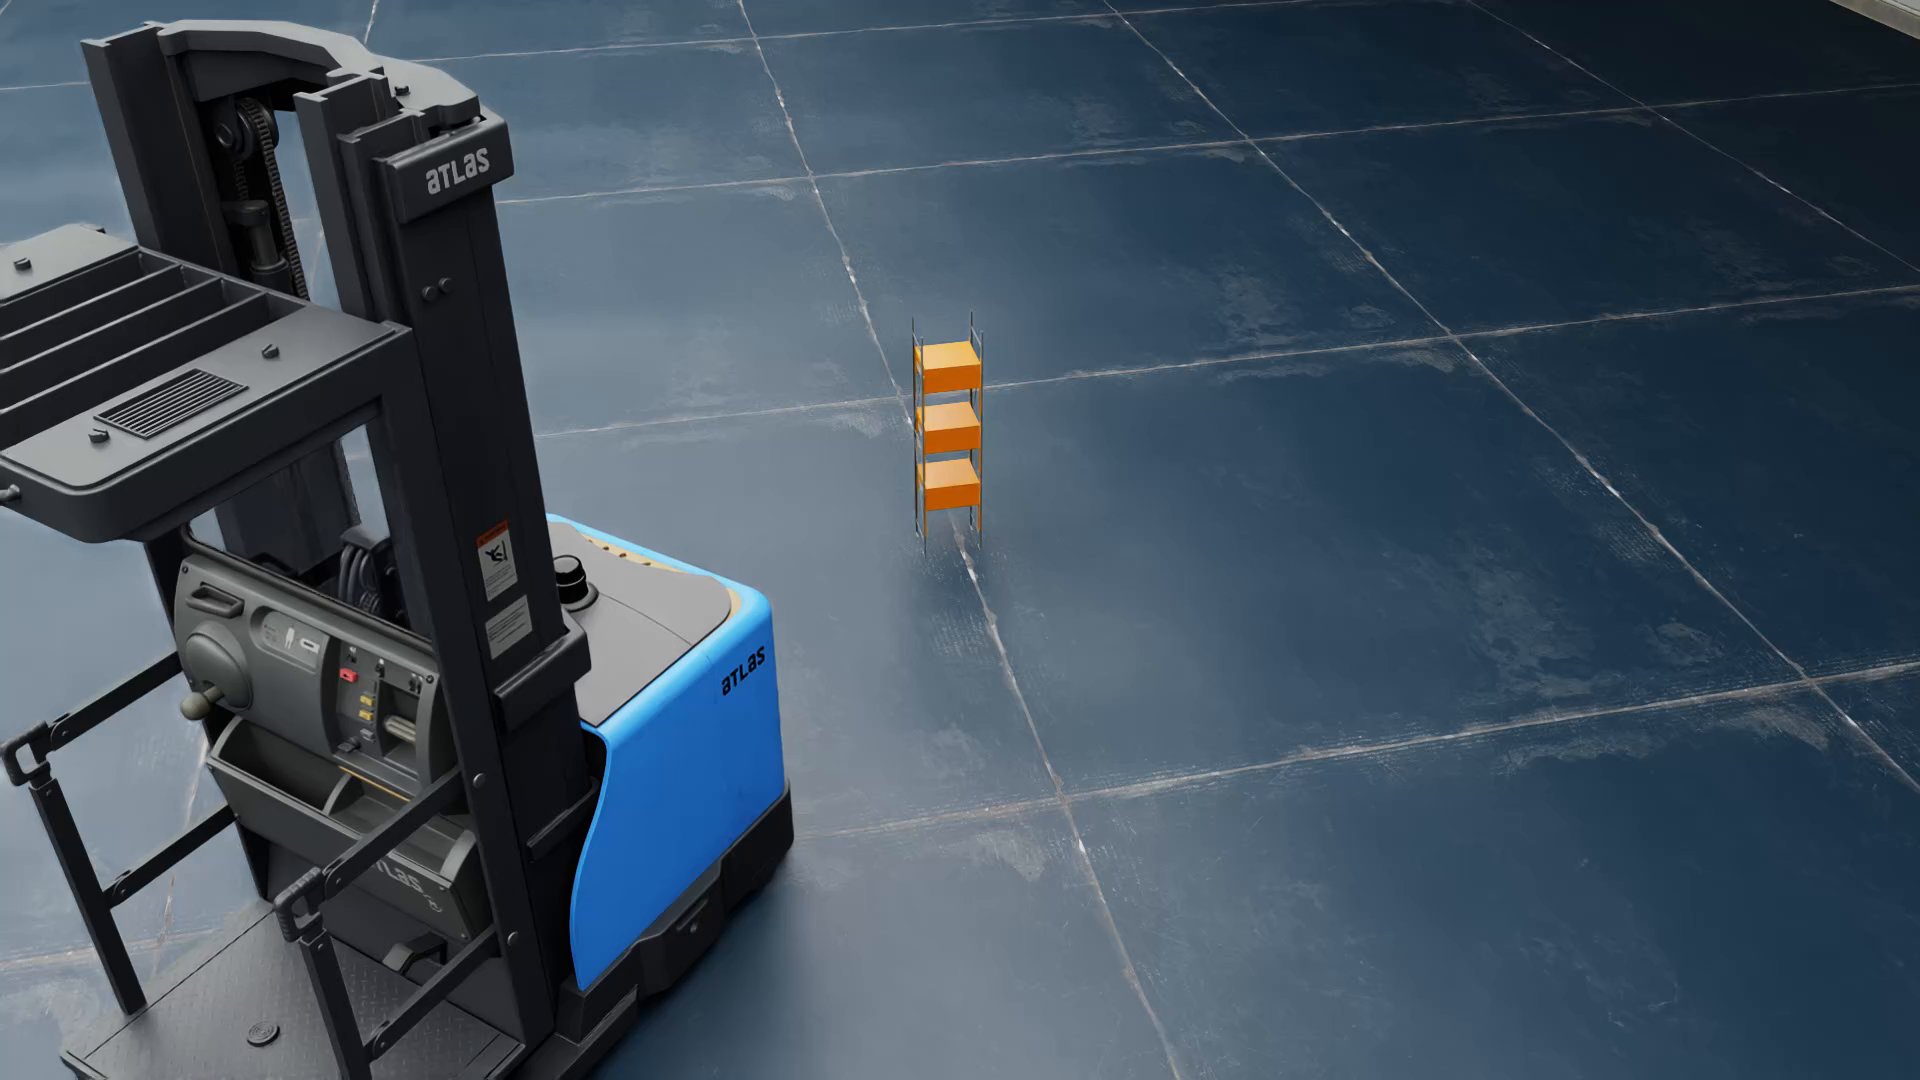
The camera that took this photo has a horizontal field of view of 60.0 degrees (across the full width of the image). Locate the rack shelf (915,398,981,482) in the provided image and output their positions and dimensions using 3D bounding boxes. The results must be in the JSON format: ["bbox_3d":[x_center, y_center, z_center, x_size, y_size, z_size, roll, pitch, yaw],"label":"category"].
[{"bbox_3d":[-0.052,-0.421,6.954,0.240,0.259,0.215,-7,35,-11],"label":"rack shelf"}]

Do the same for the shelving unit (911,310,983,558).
[{"bbox_3d":[-0.052,-0.429,6.948,0.252,1.050,0.215,-7,35,-11],"label":"shelving unit"}]

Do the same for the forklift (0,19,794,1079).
[{"bbox_3d":[-1.753,0.405,4.017,1.130,2.935,3.031,19,38,25],"label":"forklift"}]

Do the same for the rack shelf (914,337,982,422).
[{"bbox_3d":[-0.052,-0.656,6.795,0.240,0.259,0.215,-7,35,-11],"label":"rack shelf"}]

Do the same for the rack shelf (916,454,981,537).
[{"bbox_3d":[-0.052,-0.190,7.108,0.240,0.259,0.215,-7,35,-11],"label":"rack shelf"}]

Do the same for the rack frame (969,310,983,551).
[{"bbox_3d":[0.067,-0.444,6.970,0.008,1.050,0.200,-7,35,-11],"label":"rack frame"}]

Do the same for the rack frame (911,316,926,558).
[{"bbox_3d":[-0.171,-0.414,6.925,0.008,1.050,0.200,-7,35,-11],"label":"rack frame"}]
